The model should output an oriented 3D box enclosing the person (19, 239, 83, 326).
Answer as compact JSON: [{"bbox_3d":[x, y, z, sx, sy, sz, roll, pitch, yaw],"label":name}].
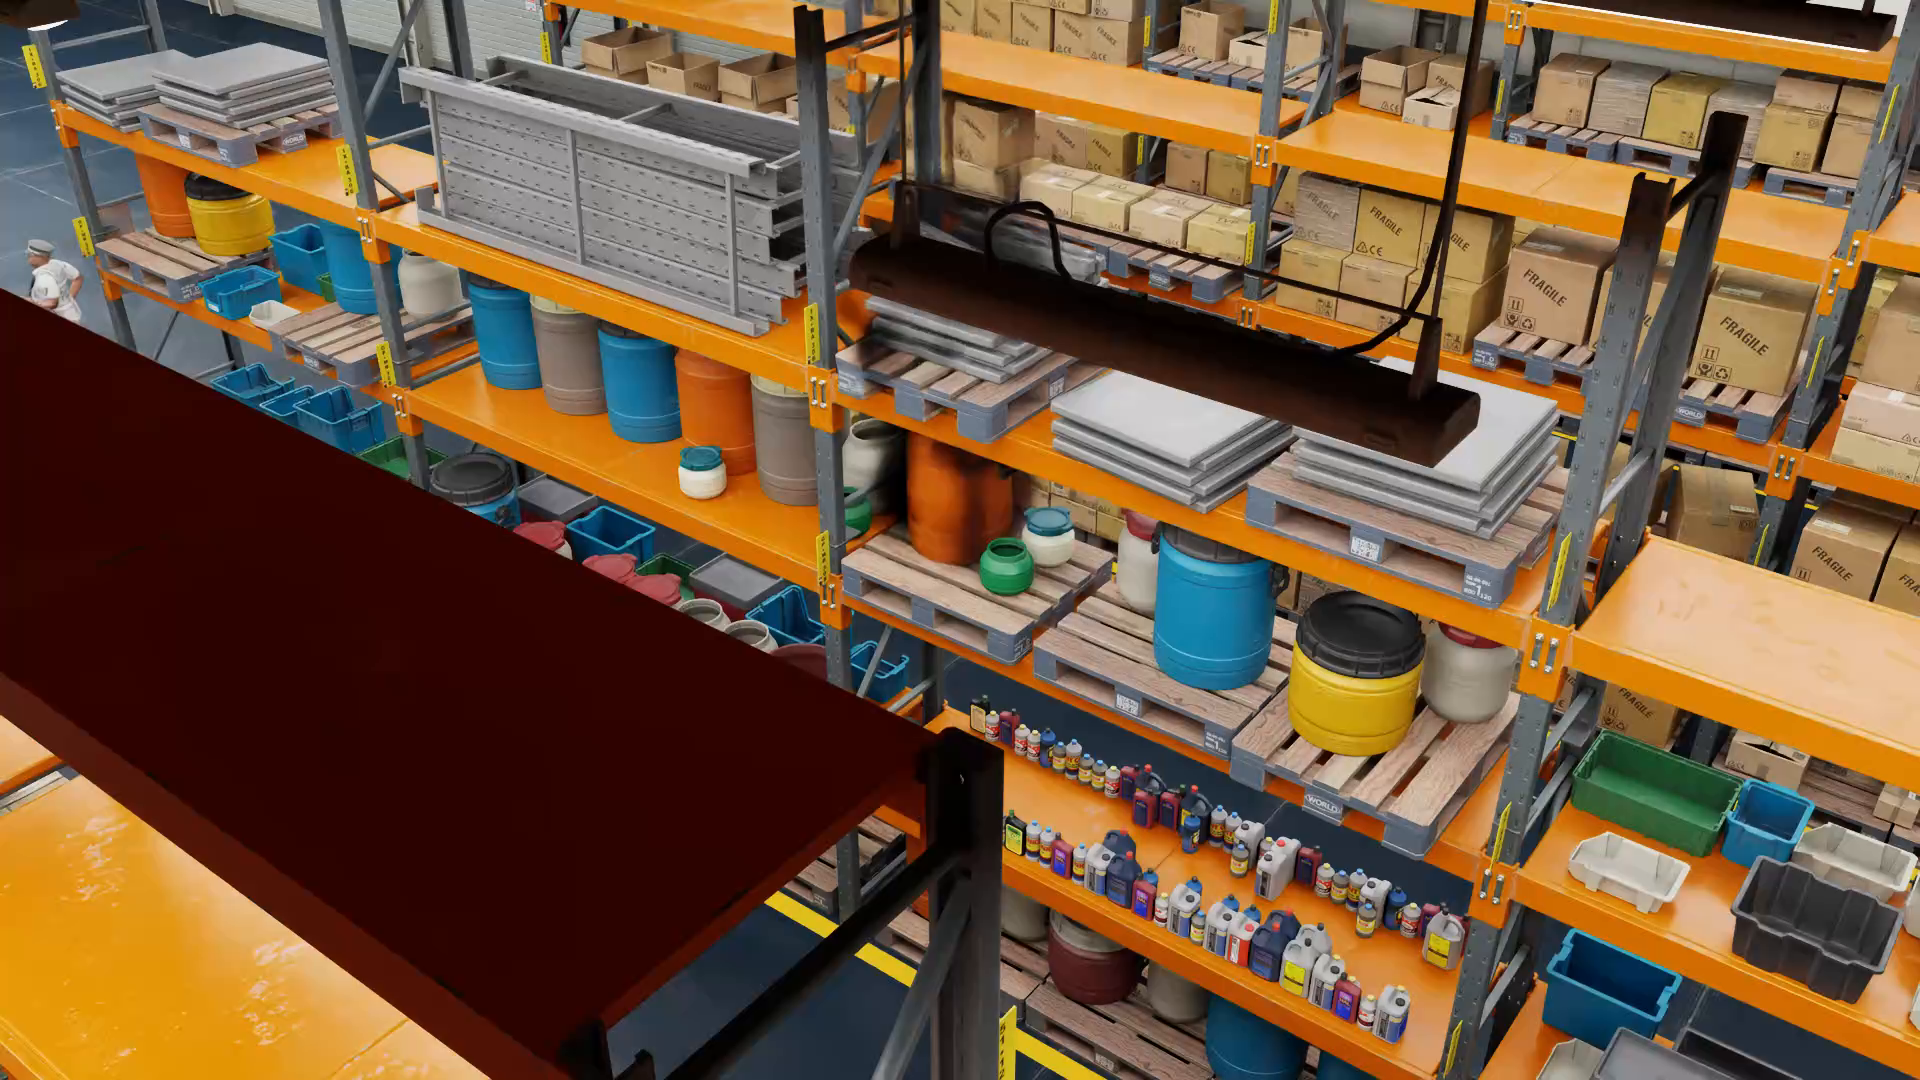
[{"bbox_3d":[-9.292,-2.256,17.273,0.910,1.818,0.640,-12,33,-19],"label":"person"}]
